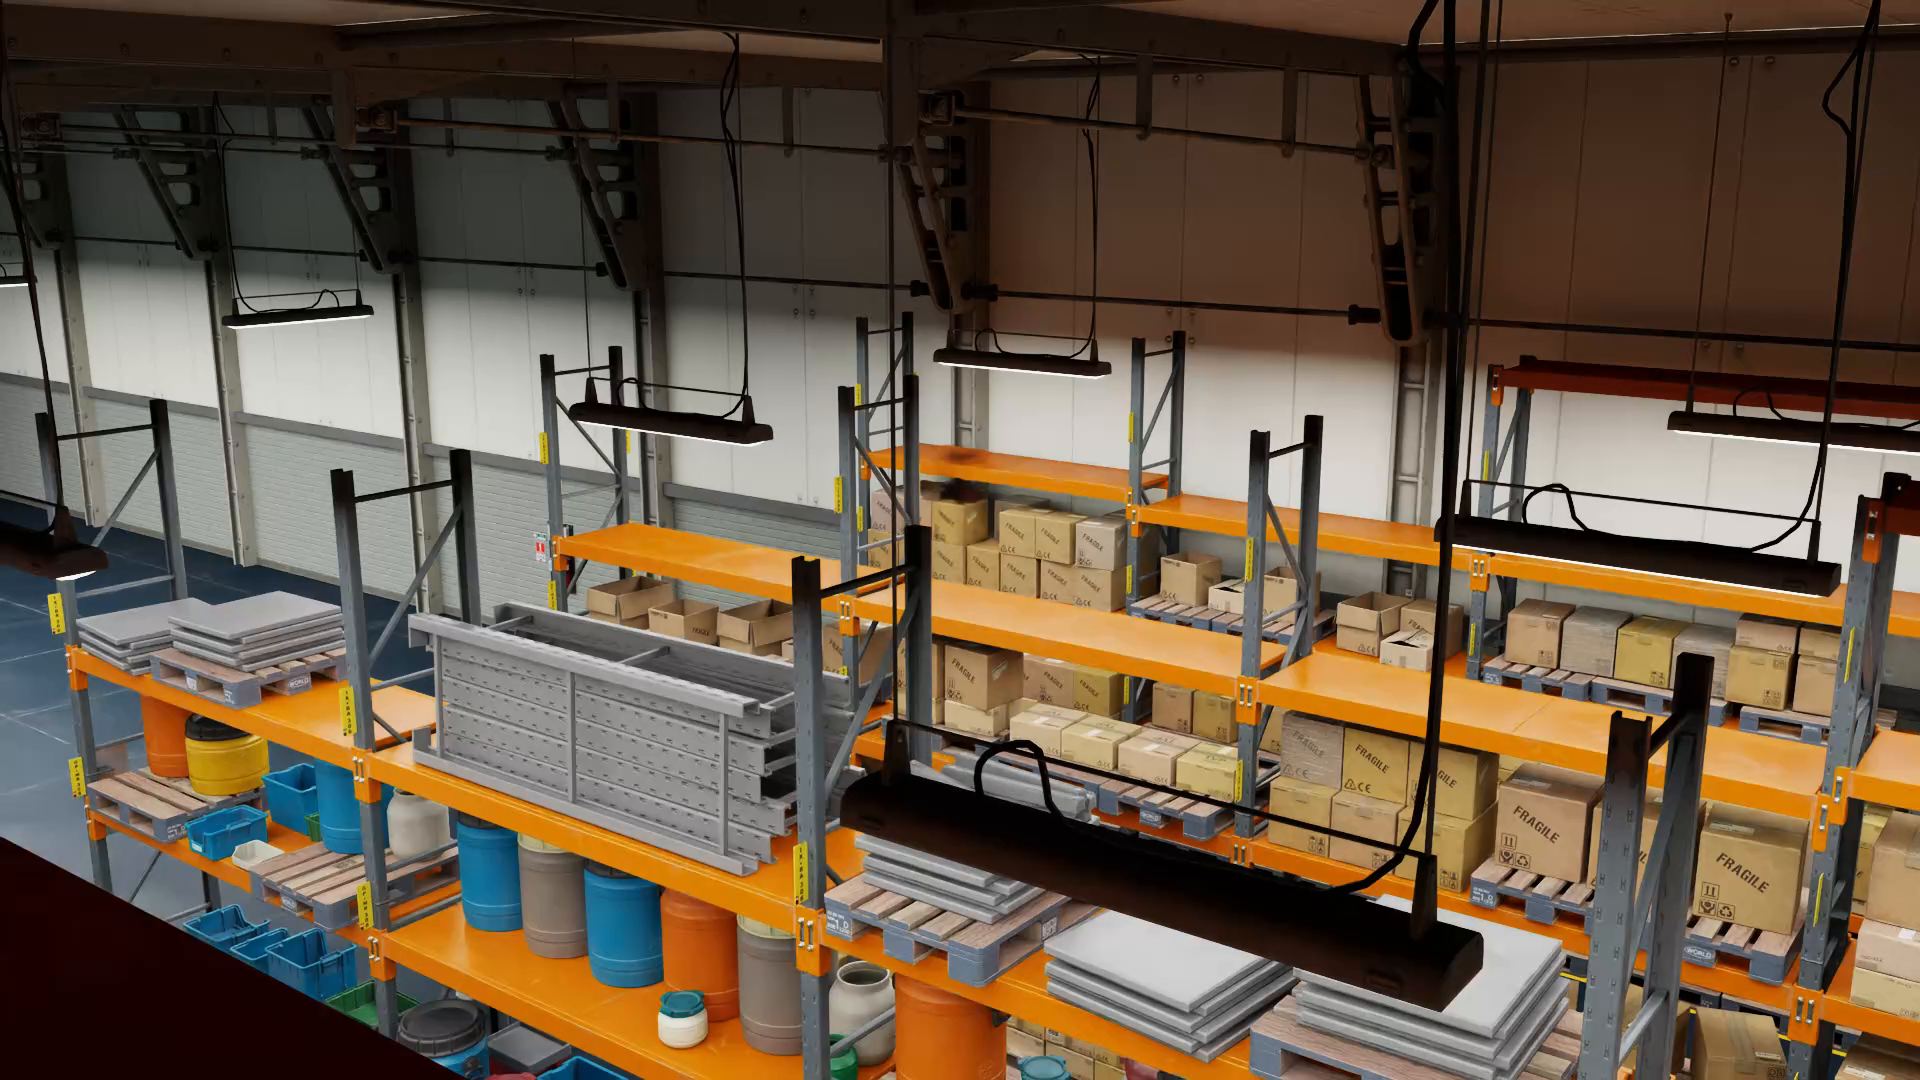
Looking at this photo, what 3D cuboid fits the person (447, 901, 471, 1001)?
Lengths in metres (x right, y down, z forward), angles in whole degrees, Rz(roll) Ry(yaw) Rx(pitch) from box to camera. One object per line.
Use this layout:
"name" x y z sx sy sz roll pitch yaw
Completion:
"person" -4.593 3.684 15.810 0.547 1.710 0.409 -1 13 -3
